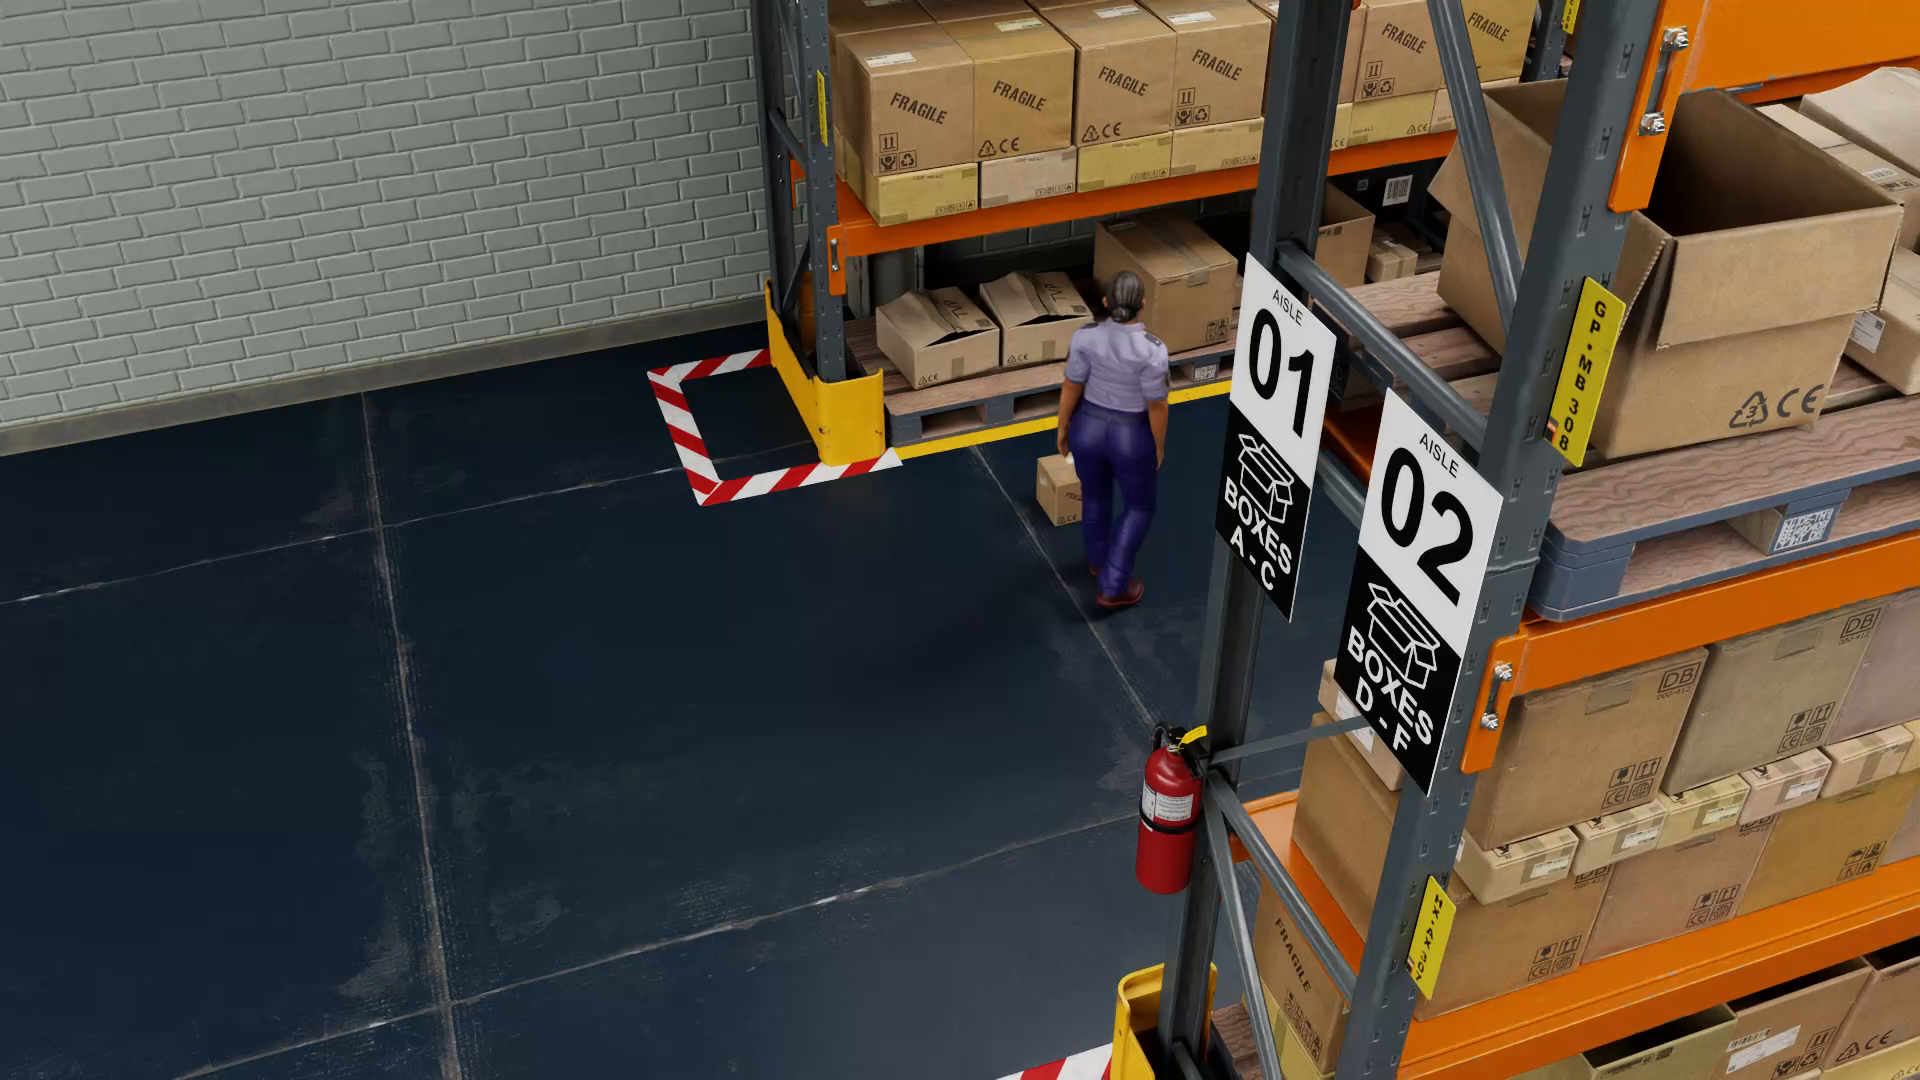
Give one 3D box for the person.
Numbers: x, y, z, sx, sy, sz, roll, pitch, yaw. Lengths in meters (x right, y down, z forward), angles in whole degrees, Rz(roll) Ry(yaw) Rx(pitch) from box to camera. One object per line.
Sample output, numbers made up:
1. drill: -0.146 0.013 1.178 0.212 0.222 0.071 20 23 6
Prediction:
1. person: 0.682 -0.463 7.386 0.494 1.628 0.577 13 40 17
